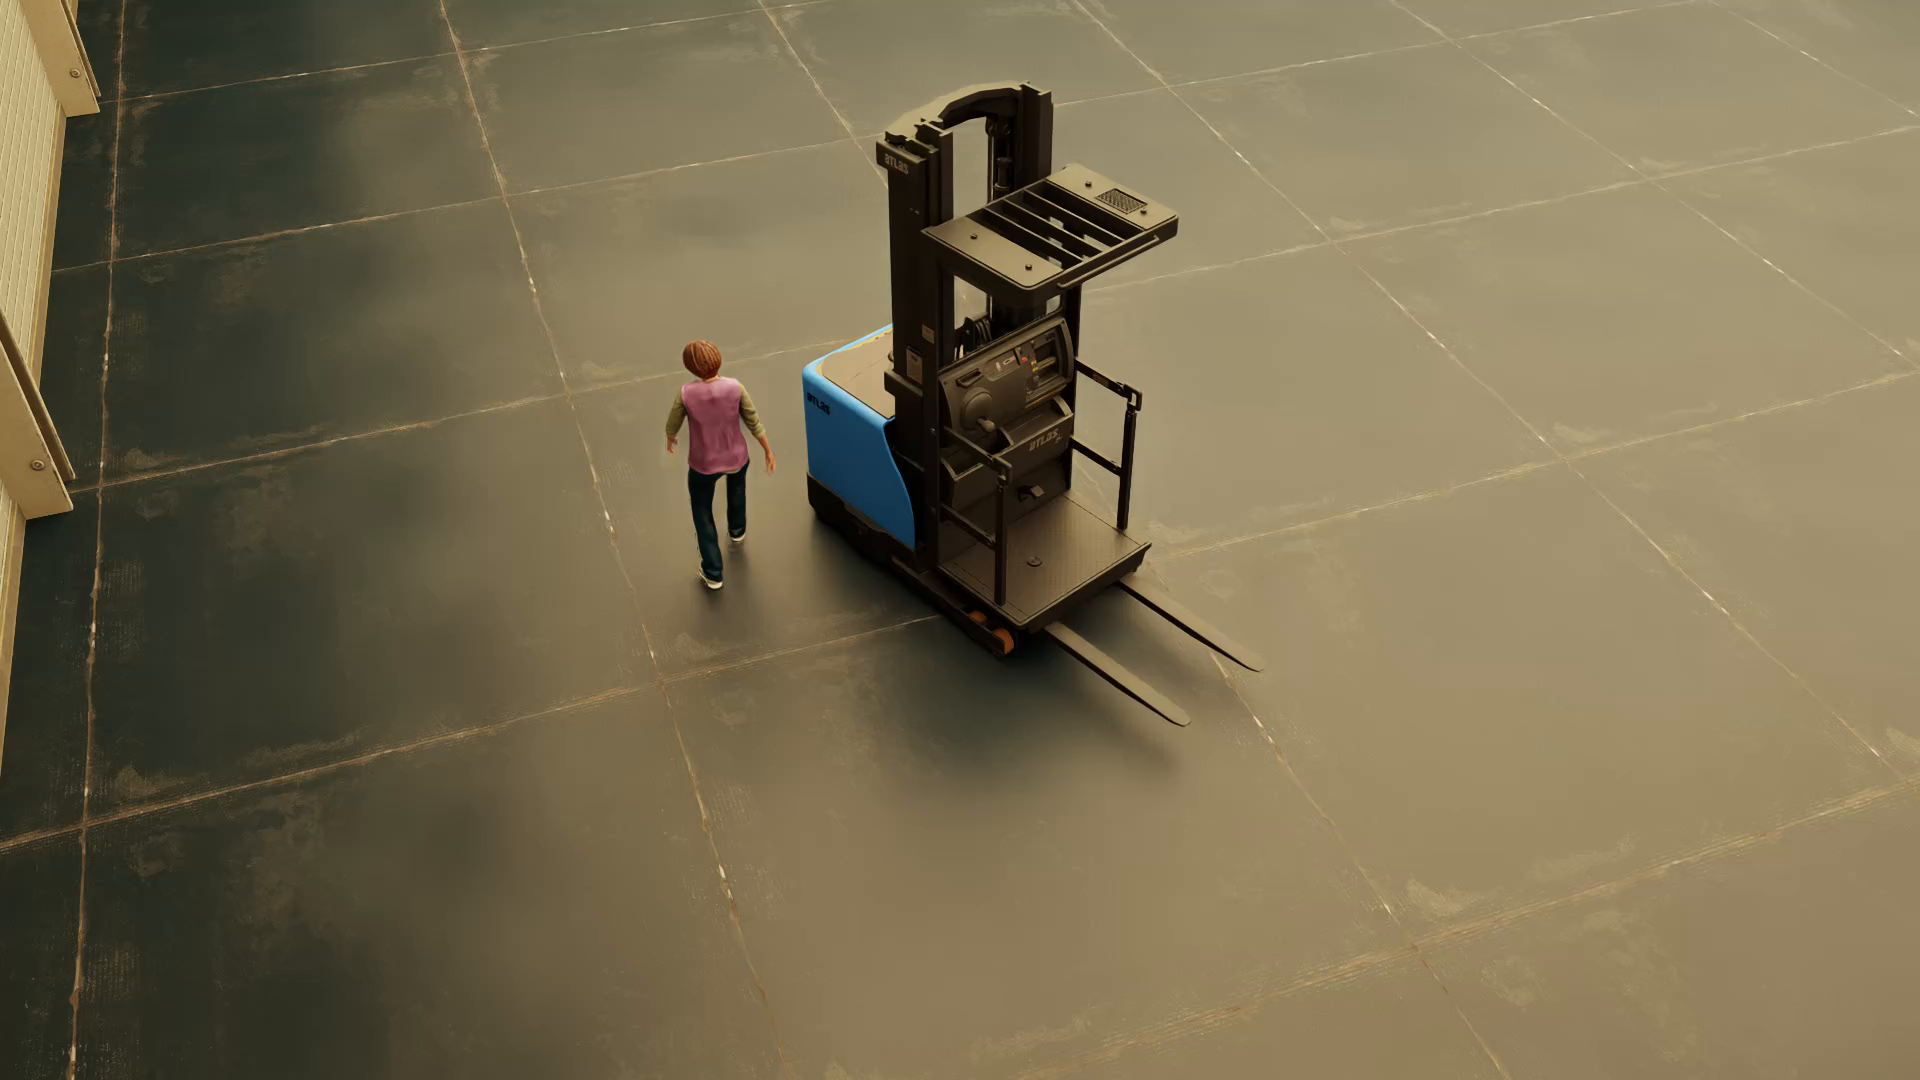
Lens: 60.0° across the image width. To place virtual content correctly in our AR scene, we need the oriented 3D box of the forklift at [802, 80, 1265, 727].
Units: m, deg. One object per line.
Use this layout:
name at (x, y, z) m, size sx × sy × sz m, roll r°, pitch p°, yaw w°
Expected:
forklift at (0.409, -0.833, 8.988) m, size 1.130 × 2.935 × 3.031 m, roll -30°, pitch 49°, yaw -31°

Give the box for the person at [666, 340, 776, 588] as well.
person at (-1.395, -0.516, 9.692) m, size 0.583 × 1.549 × 0.677 m, roll -13°, pitch 42°, yaw -15°
